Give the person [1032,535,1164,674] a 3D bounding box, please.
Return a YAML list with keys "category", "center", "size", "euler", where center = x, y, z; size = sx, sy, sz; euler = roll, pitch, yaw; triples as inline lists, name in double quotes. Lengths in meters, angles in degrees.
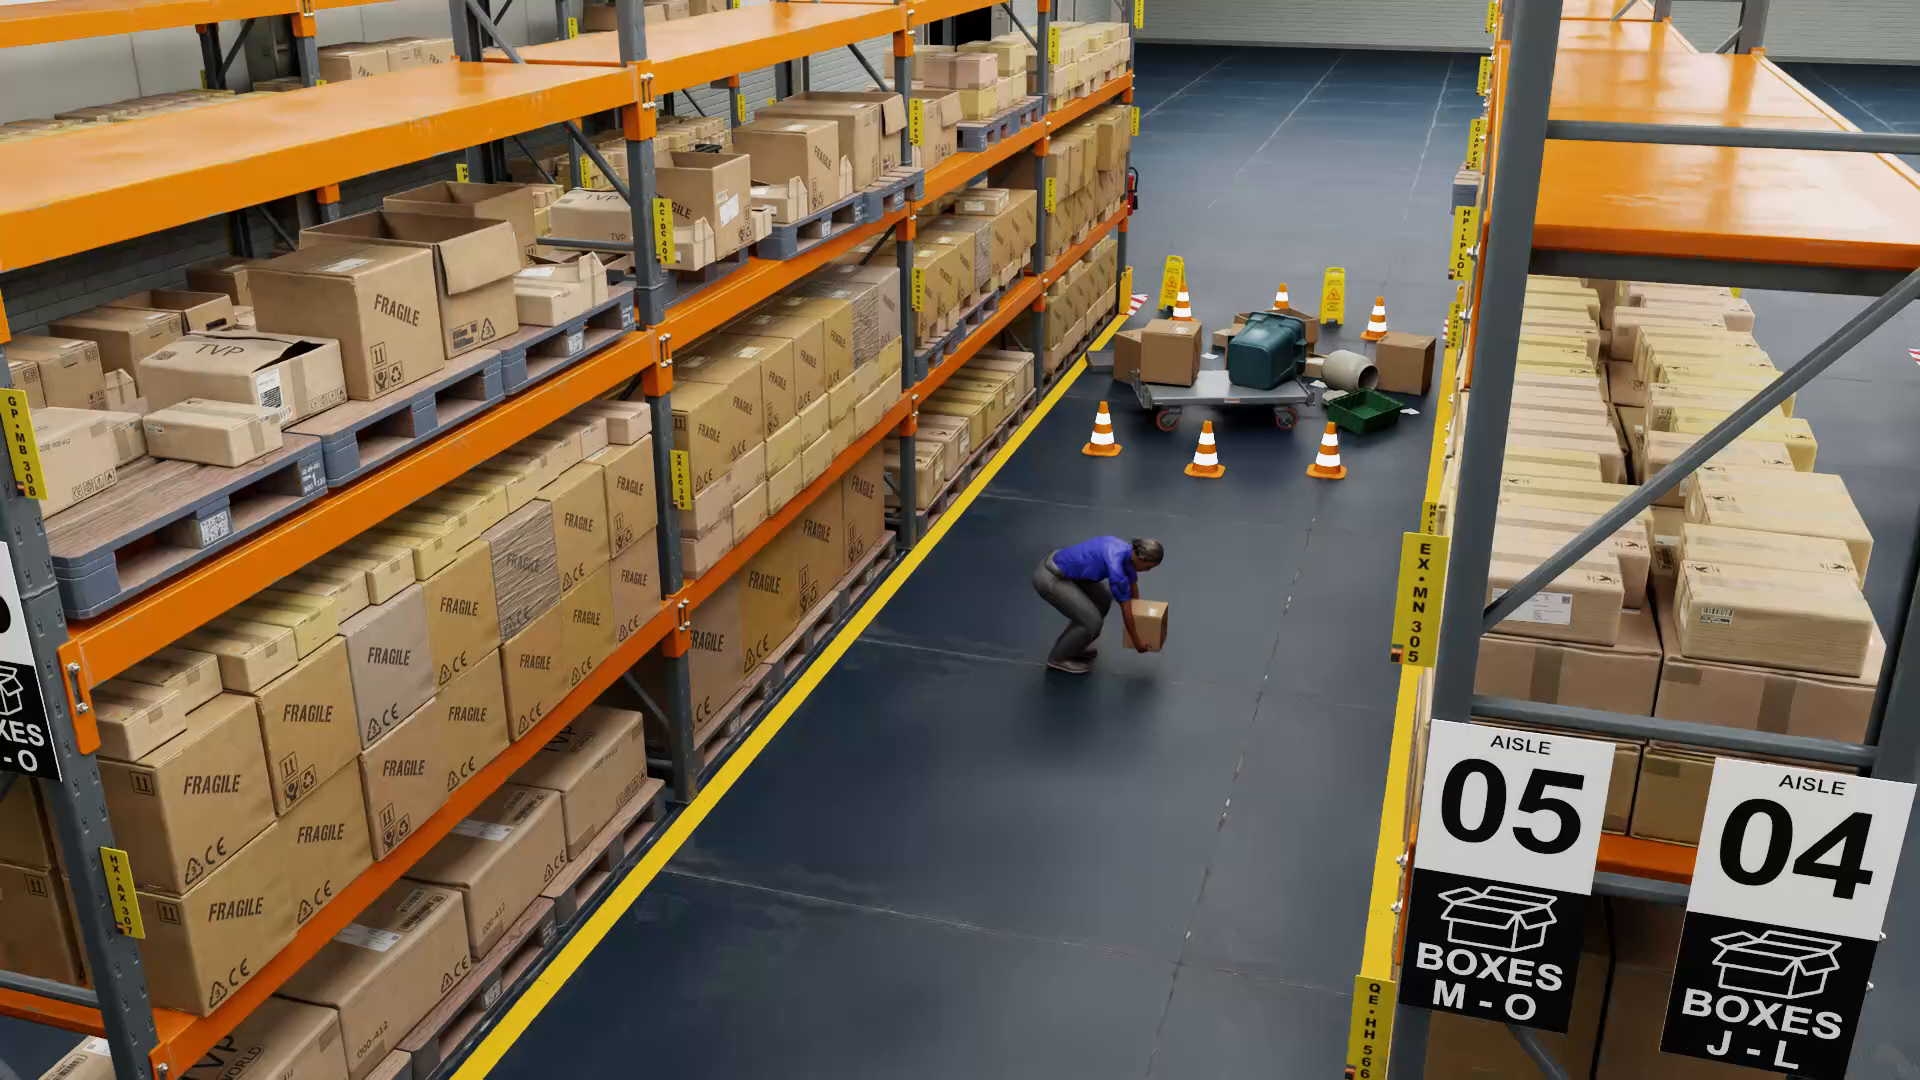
- category: "person"
  center: [0.909, 0.403, 11.051]
  size: [0.857, 0.951, 0.470]
  euler: [5, 23, 13]
